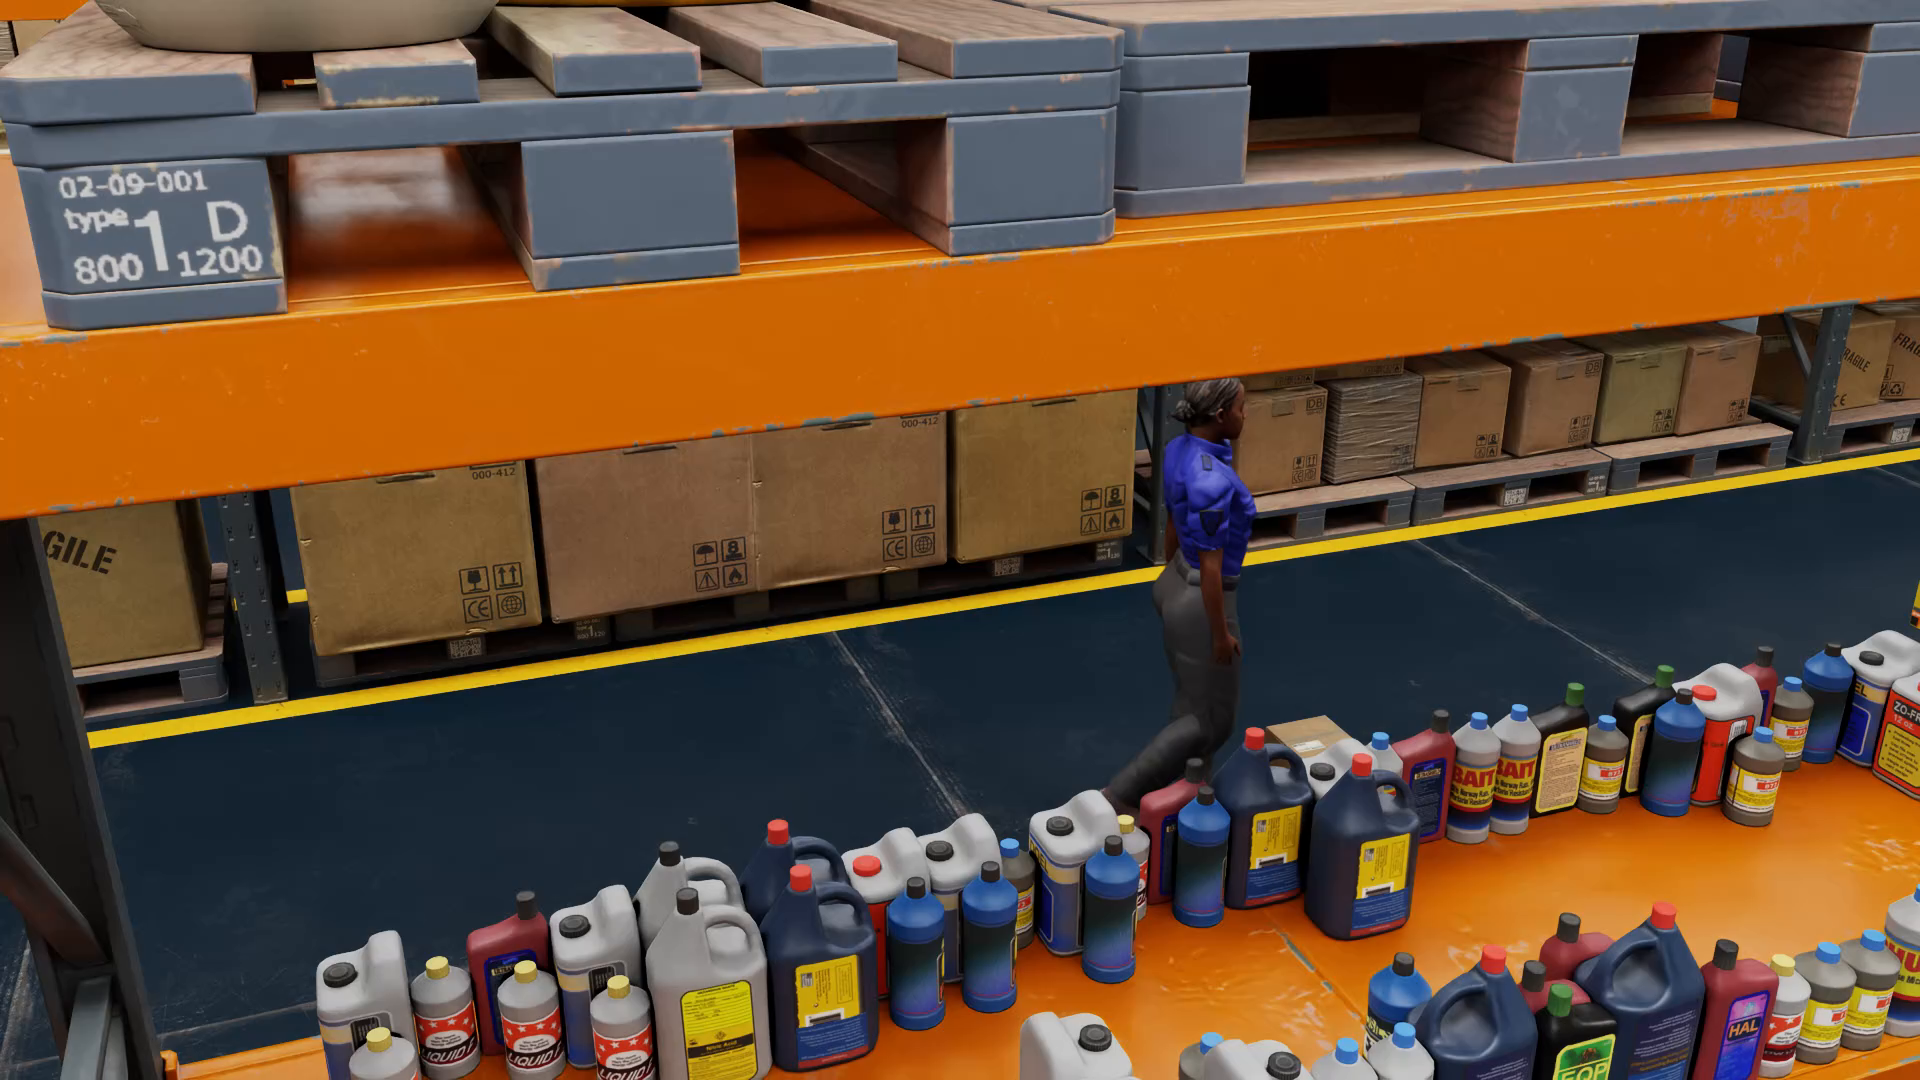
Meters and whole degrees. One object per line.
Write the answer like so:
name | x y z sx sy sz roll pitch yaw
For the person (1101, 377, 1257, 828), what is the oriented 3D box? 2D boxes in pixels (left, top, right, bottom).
person | 0.762 0.228 5.534 0.585 1.638 0.463 -2 23 -4
